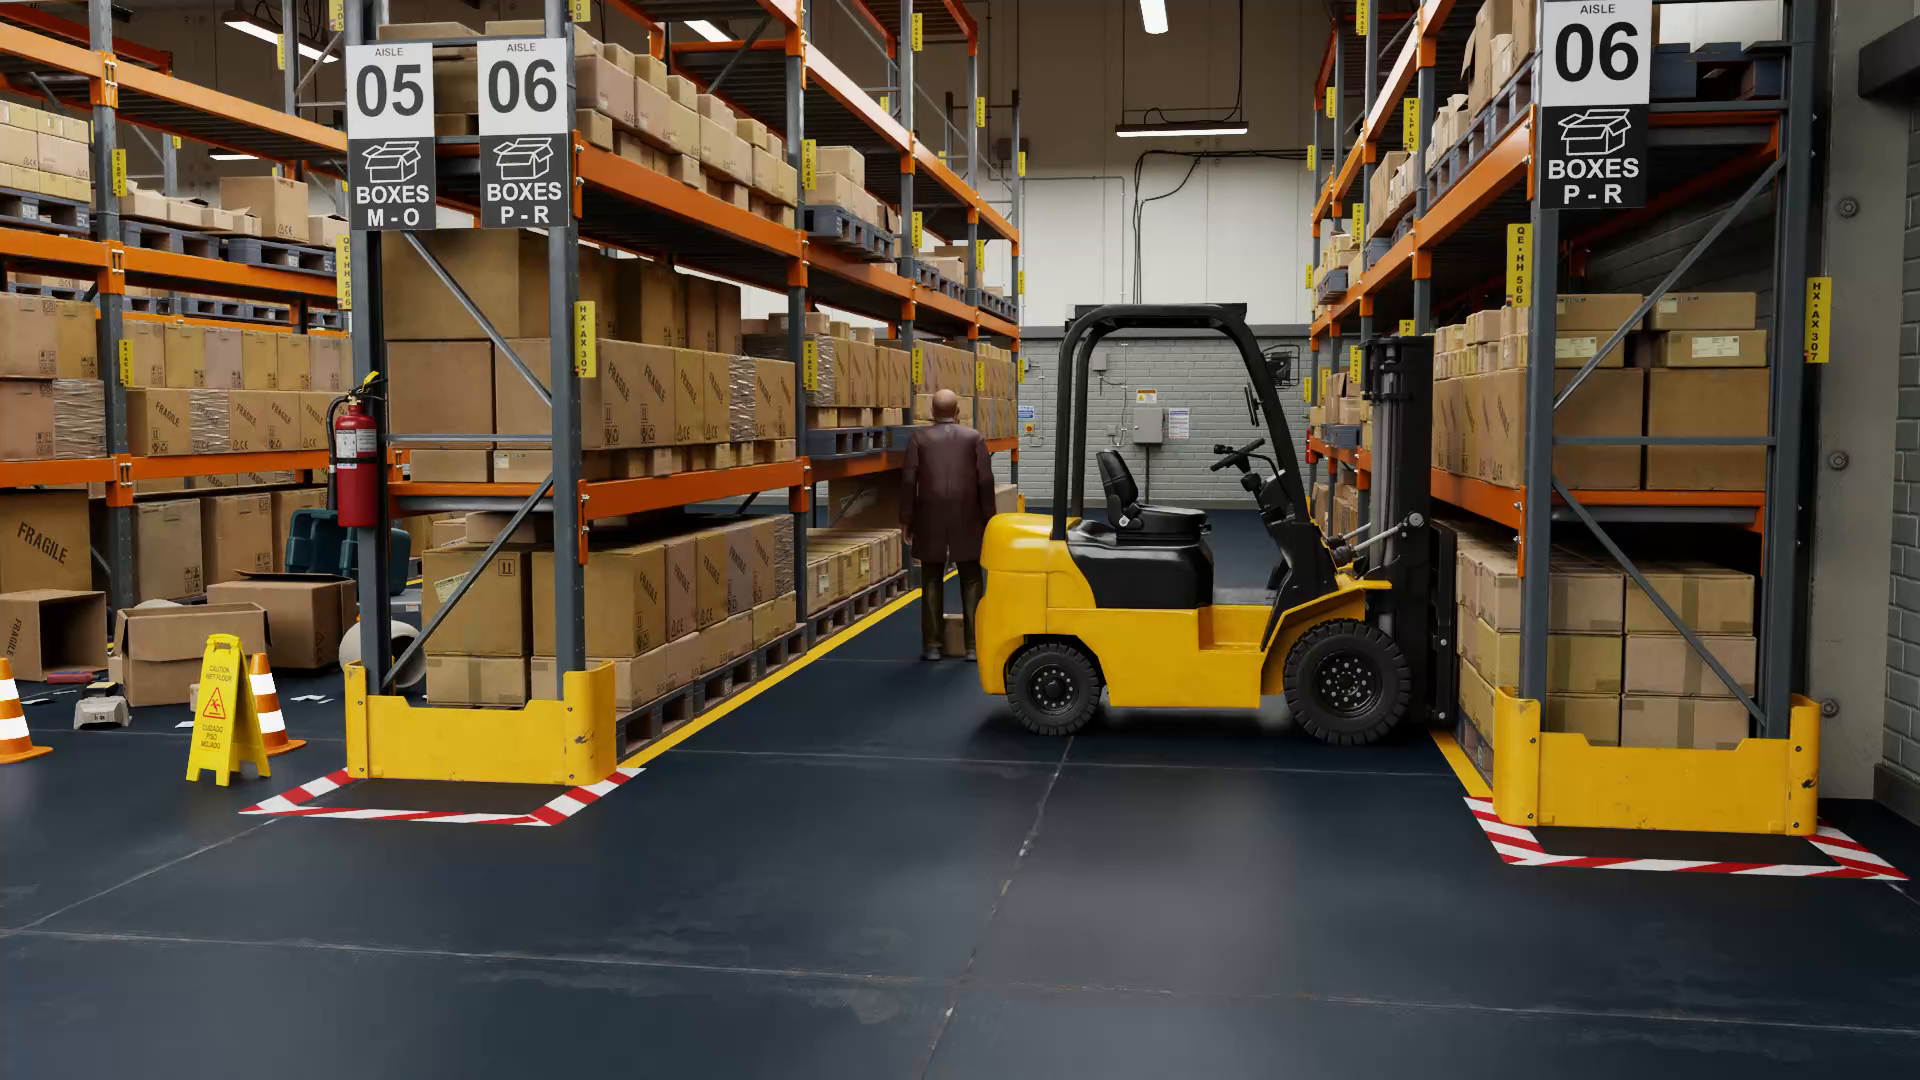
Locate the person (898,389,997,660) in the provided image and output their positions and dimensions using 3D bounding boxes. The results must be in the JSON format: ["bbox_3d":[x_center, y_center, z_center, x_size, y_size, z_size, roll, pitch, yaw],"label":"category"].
[{"bbox_3d":[-0.079,-0.103,10.933,0.653,1.774,0.426,0,4,2],"label":"person"}]
